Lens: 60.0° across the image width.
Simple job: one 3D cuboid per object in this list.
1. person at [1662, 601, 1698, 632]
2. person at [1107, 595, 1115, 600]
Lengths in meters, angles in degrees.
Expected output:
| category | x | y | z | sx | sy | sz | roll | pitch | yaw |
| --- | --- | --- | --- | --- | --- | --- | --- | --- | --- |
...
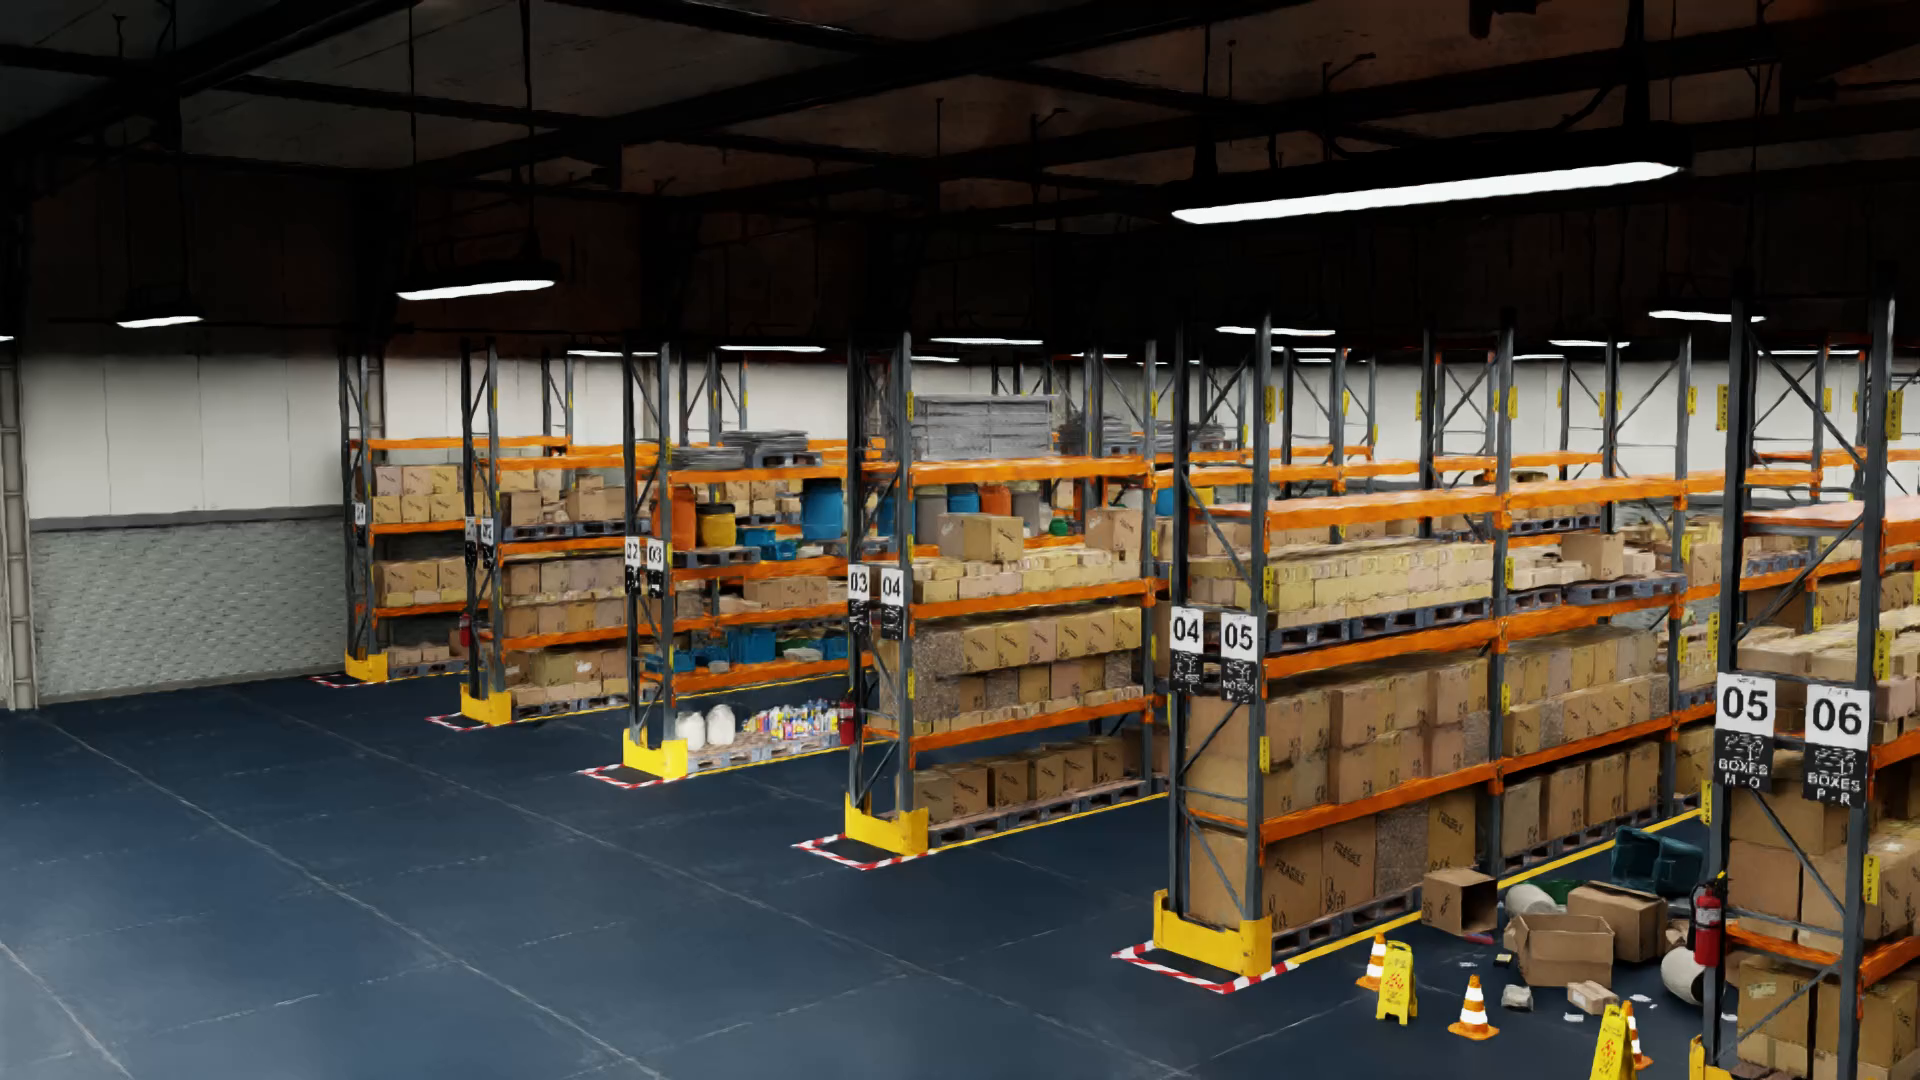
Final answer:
| category | x | y | z | sx | sy | sz | roll | pitch | yaw |
| --- | --- | --- | --- | --- | --- | --- | --- | --- | --- |
| person | 12.676 | 1.738 | 29.220 | 0.611 | 1.603 | 0.817 | 3 | 6 | 31 |
| person | 2.896 | 1.598 | 30.976 | 0.429 | 1.577 | 0.528 | 2 | 5 | 17 |
